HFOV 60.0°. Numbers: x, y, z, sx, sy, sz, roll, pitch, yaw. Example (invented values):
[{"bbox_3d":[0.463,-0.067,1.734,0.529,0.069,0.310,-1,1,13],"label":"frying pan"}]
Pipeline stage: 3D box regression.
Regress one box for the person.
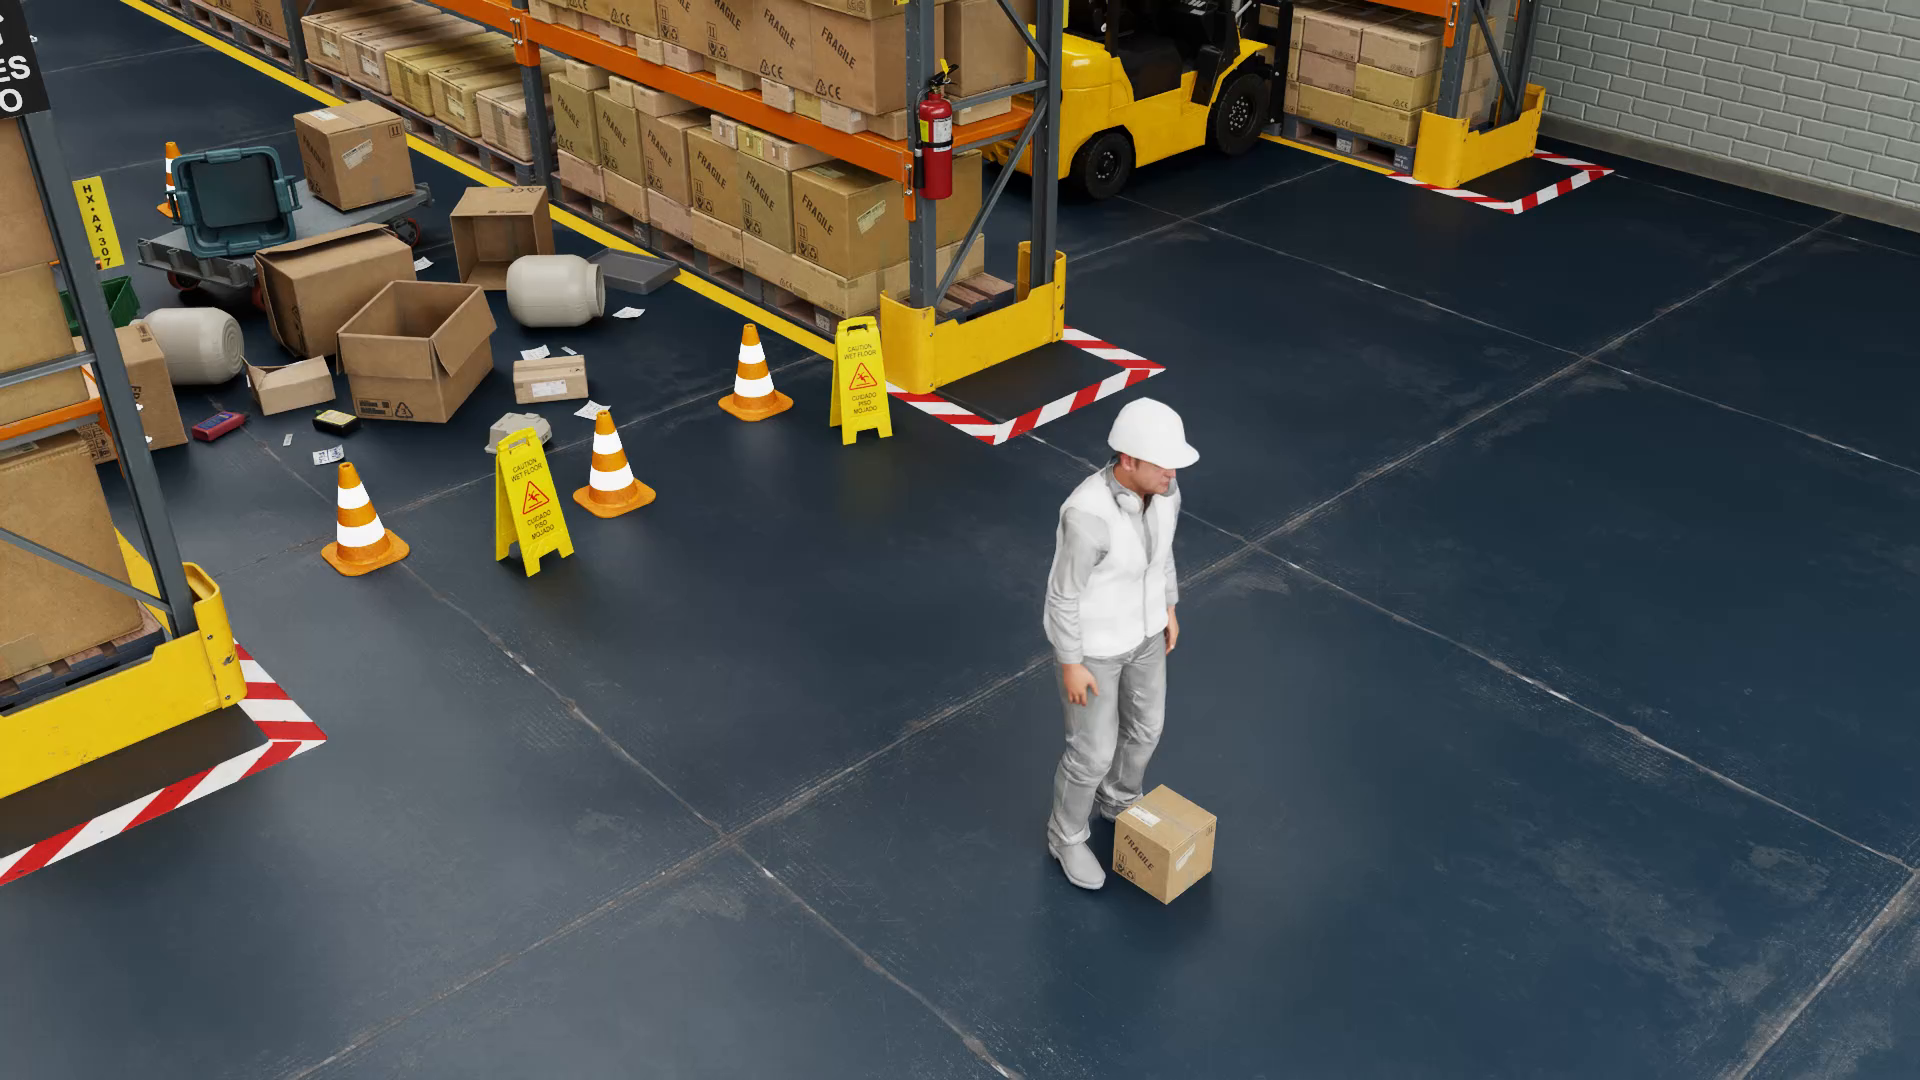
[{"bbox_3d":[0.526,0.320,5.588,0.461,1.771,0.581,28,41,37],"label":"person"}]
